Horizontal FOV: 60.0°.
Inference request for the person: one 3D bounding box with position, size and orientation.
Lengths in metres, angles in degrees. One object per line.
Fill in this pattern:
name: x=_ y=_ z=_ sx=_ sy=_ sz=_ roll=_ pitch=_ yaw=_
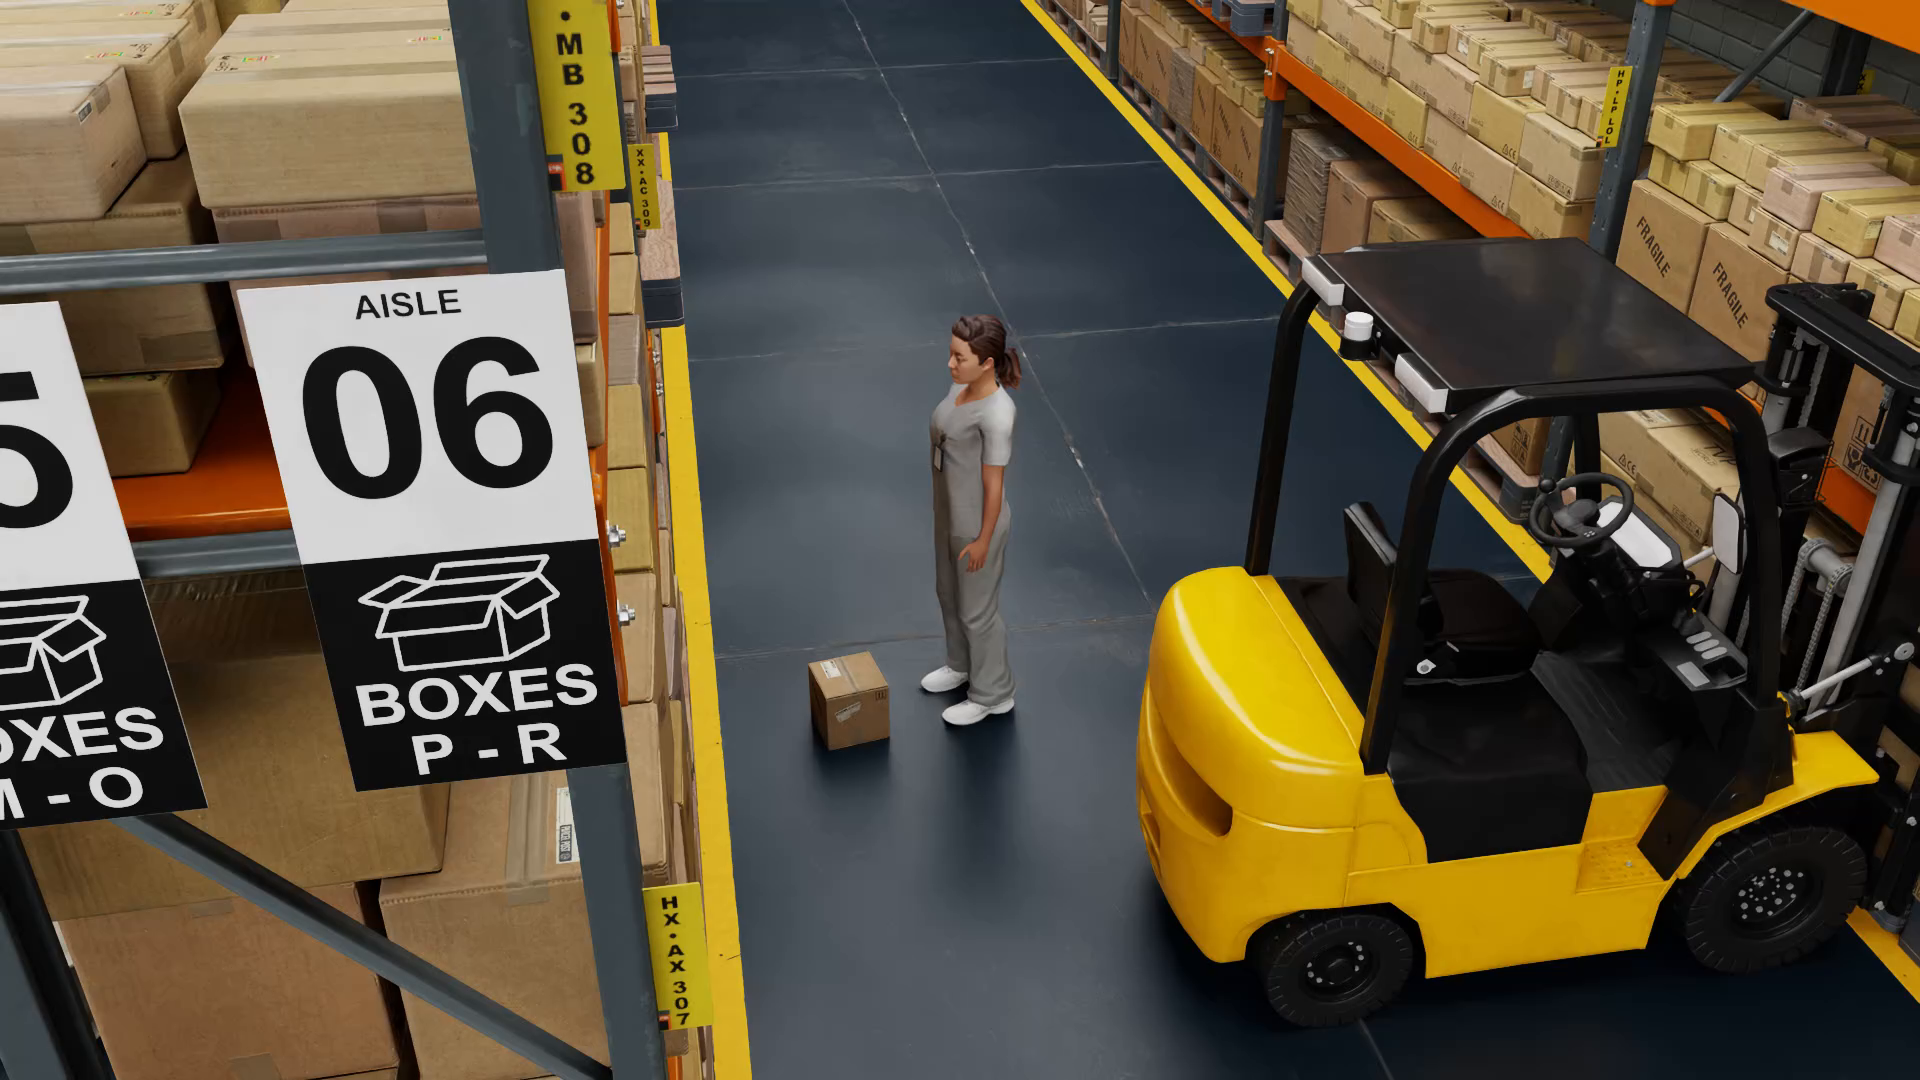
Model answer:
person: x=0.059 y=-0.072 z=6.263 sx=0.359 sy=1.671 sz=0.439 roll=-11 pitch=32 yaw=-18
